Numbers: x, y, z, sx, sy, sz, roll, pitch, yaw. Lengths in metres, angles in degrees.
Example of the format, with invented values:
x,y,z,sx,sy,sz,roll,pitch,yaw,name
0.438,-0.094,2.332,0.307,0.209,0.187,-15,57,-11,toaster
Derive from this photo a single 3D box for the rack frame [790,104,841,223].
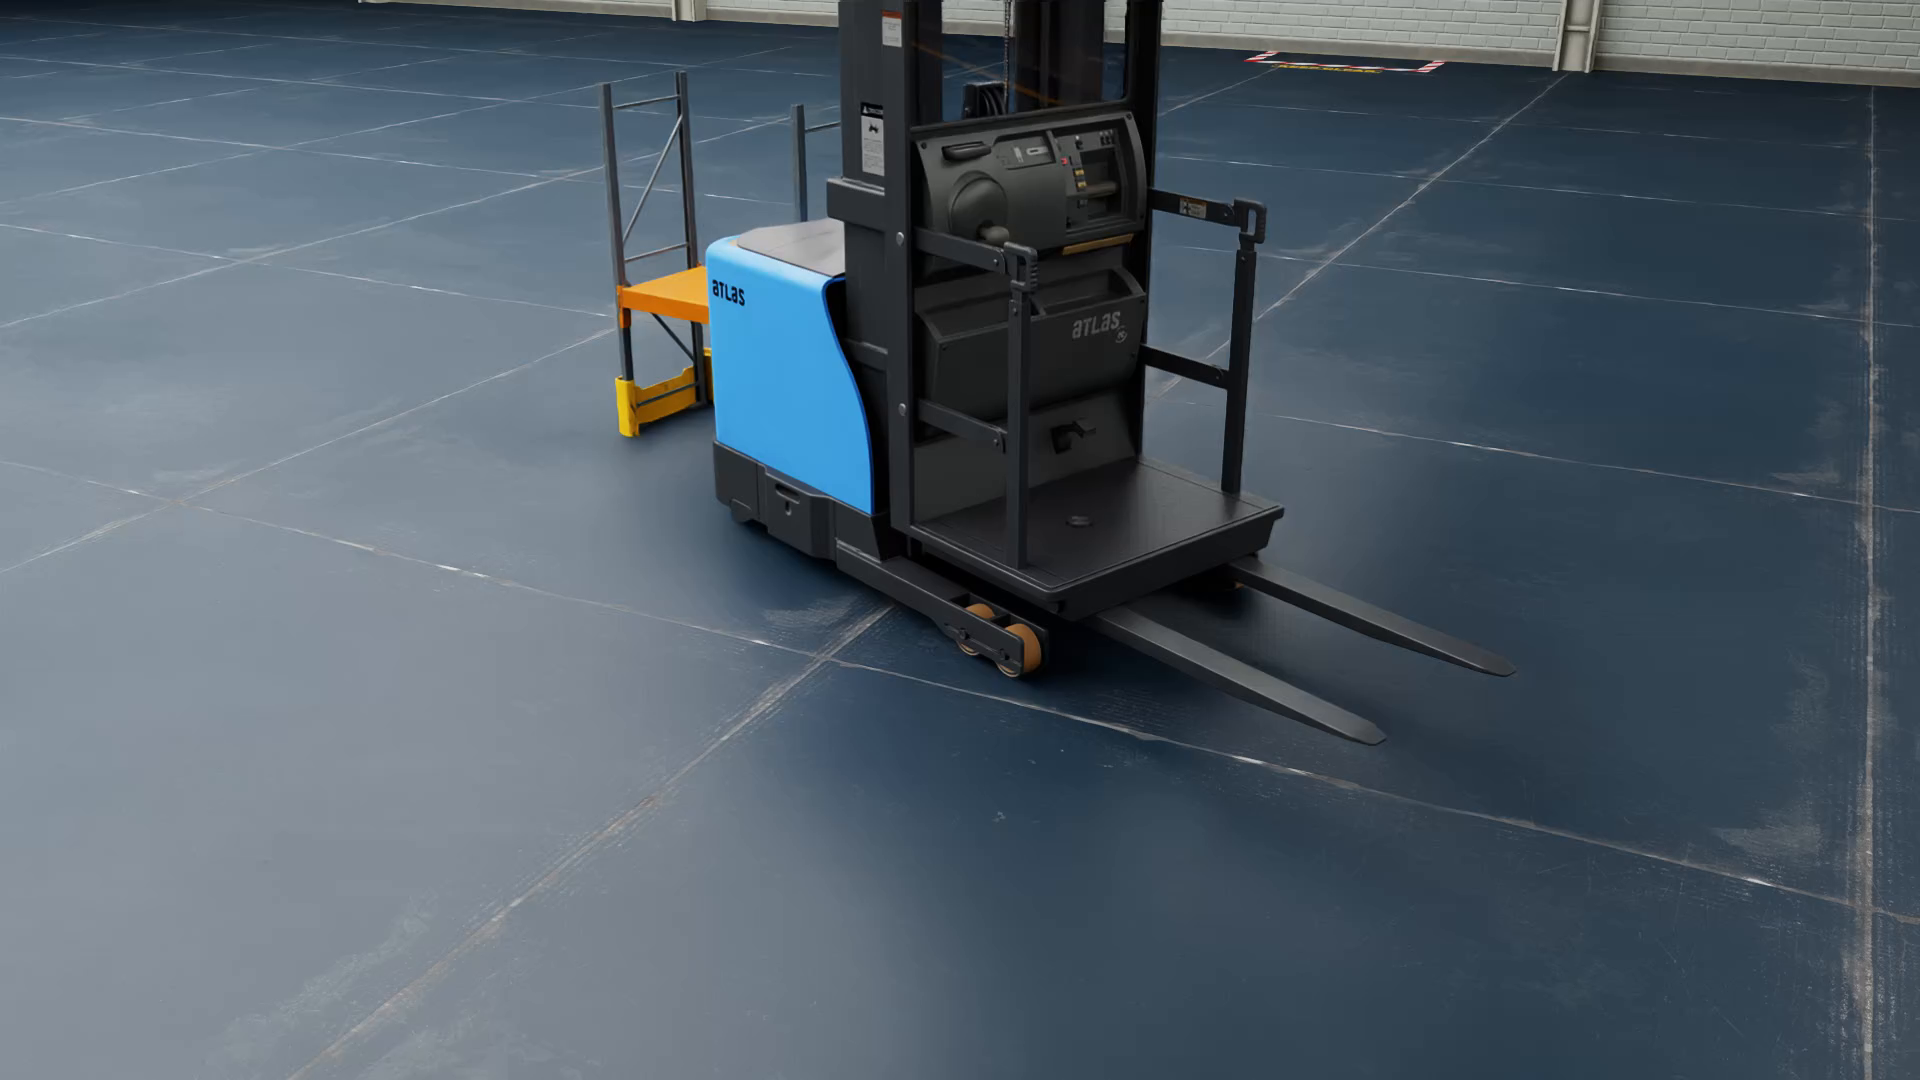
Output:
x,y,z,sx,sy,sz,roll,pitch,yaw,name
-0.489,-1.030,6.756,0.032,1.500,0.500,15,27,31,rack frame

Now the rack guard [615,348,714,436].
x,y,z,sx,sy,sz,roll,pitch,yaw,name
-1.315,-0.673,7.514,0.087,0.250,0.587,15,27,31,rack guard

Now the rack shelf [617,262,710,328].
x,y,z,sx,sy,sz,roll,pitch,yaw,name
-0.910,-0.976,7.088,1.000,0.185,0.538,15,27,31,rack shelf

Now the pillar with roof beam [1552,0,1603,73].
x,y,z,sx,sy,sz,roll,pitch,yaw,name
4.930,-7.910,13.351,0.400,9.000,9.100,11,25,25,pillar with roof beam

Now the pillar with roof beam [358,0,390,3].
x,y,z,sx,sy,sz,roll,pitch,yaw,name
-11.134,-11.088,20.824,0.400,9.000,9.100,11,25,25,pillar with roof beam

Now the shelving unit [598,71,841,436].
x,y,z,sx,sy,sz,roll,pitch,yaw,name
-0.902,-1.140,7.013,1.083,1.500,0.587,15,27,31,shelving unit

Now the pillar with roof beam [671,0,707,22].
x,y,z,sx,sy,sz,roll,pitch,yaw,name
-5.779,-10.029,18.333,0.400,9.000,9.100,11,25,25,pillar with roof beam

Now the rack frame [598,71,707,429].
x,y,z,sx,sy,sz,roll,pitch,yaw,name
-1.331,-1.253,7.280,0.032,1.500,0.500,15,27,31,rack frame

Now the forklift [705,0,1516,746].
x,y,z,sx,sy,sz,roll,pitch,yaw,name
0.381,-1.139,5.184,1.130,2.935,3.031,-18,29,-36,forklift
